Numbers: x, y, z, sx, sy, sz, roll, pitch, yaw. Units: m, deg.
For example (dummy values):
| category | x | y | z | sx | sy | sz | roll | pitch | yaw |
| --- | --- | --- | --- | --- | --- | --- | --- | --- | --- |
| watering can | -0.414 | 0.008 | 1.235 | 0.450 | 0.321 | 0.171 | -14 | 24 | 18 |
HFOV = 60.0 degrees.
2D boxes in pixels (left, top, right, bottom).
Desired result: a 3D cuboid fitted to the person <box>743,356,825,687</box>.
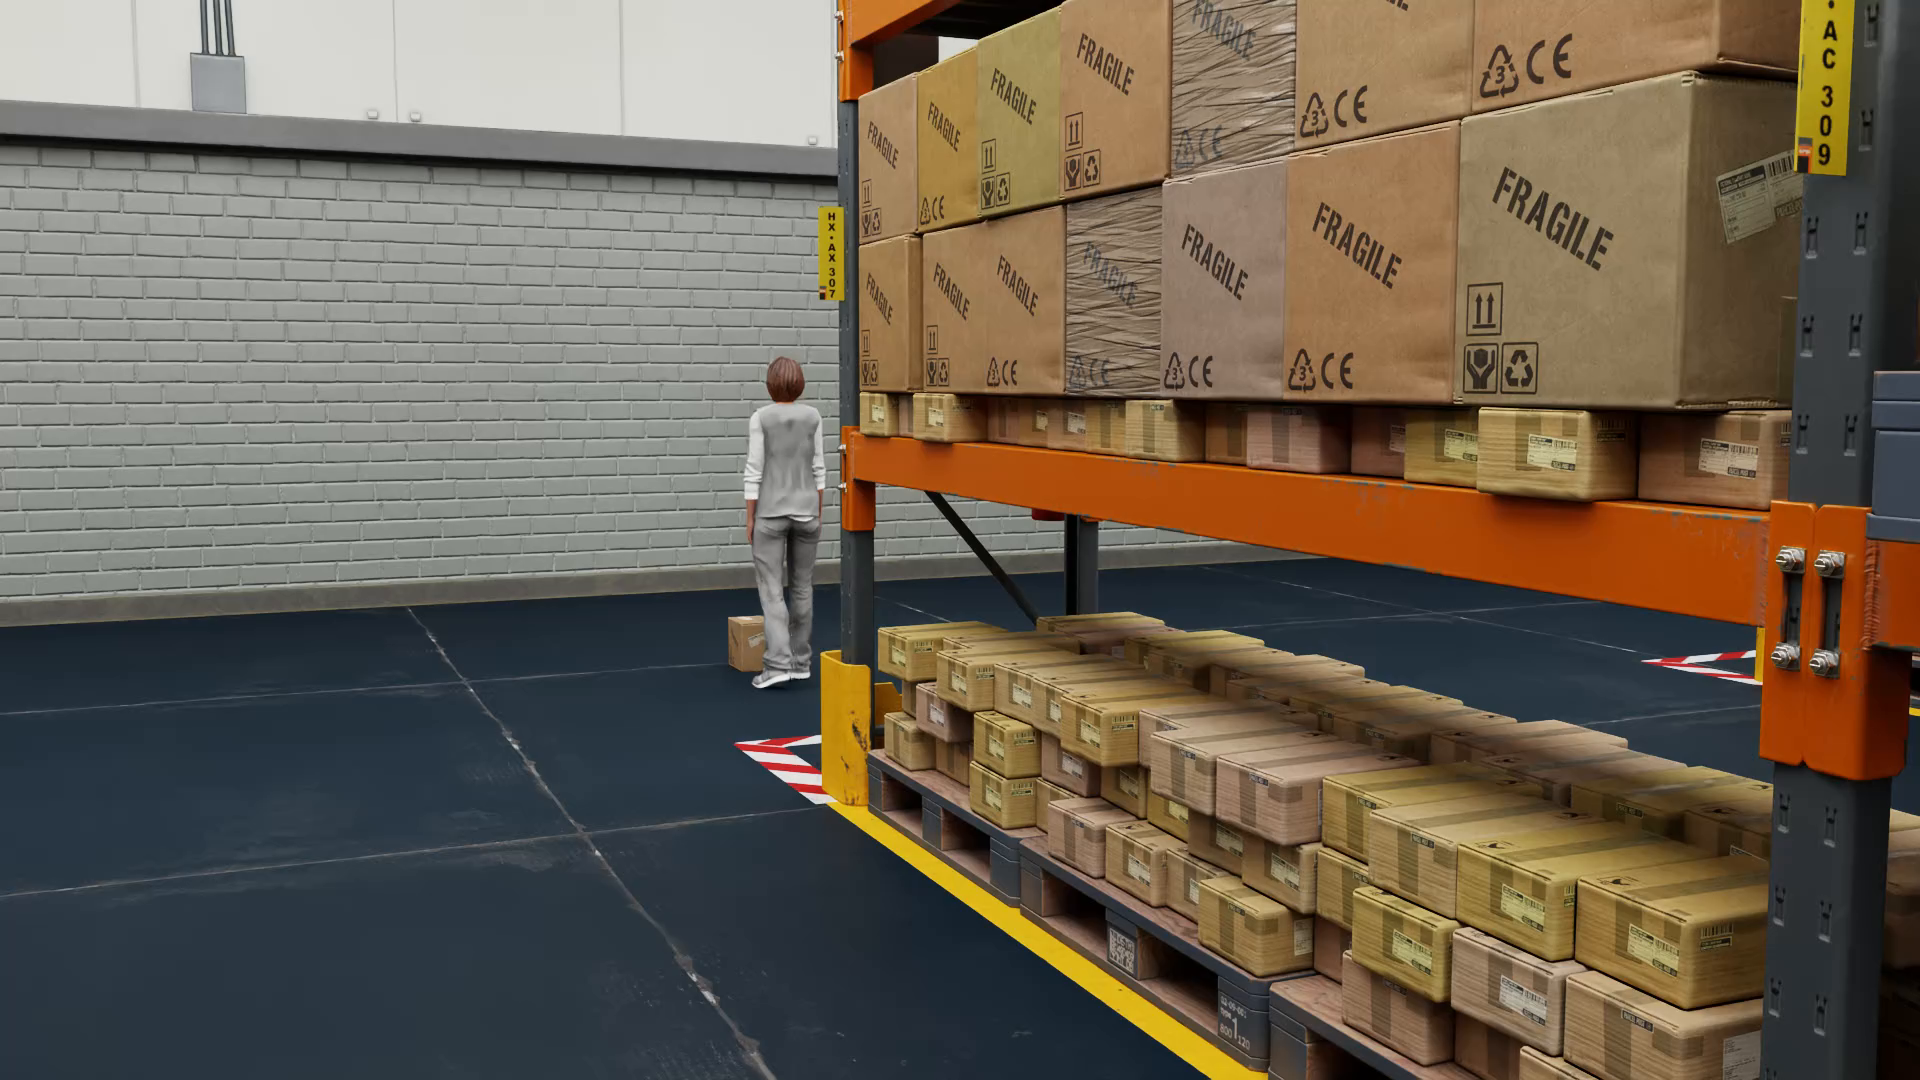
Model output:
| category | x | y | z | sx | sy | sz | roll | pitch | yaw |
| --- | --- | --- | --- | --- | --- | --- | --- | --- | --- |
| person | -0.867 | -0.084 | 8.156 | 0.416 | 1.624 | 0.465 | -2 | 6 | -23 |
